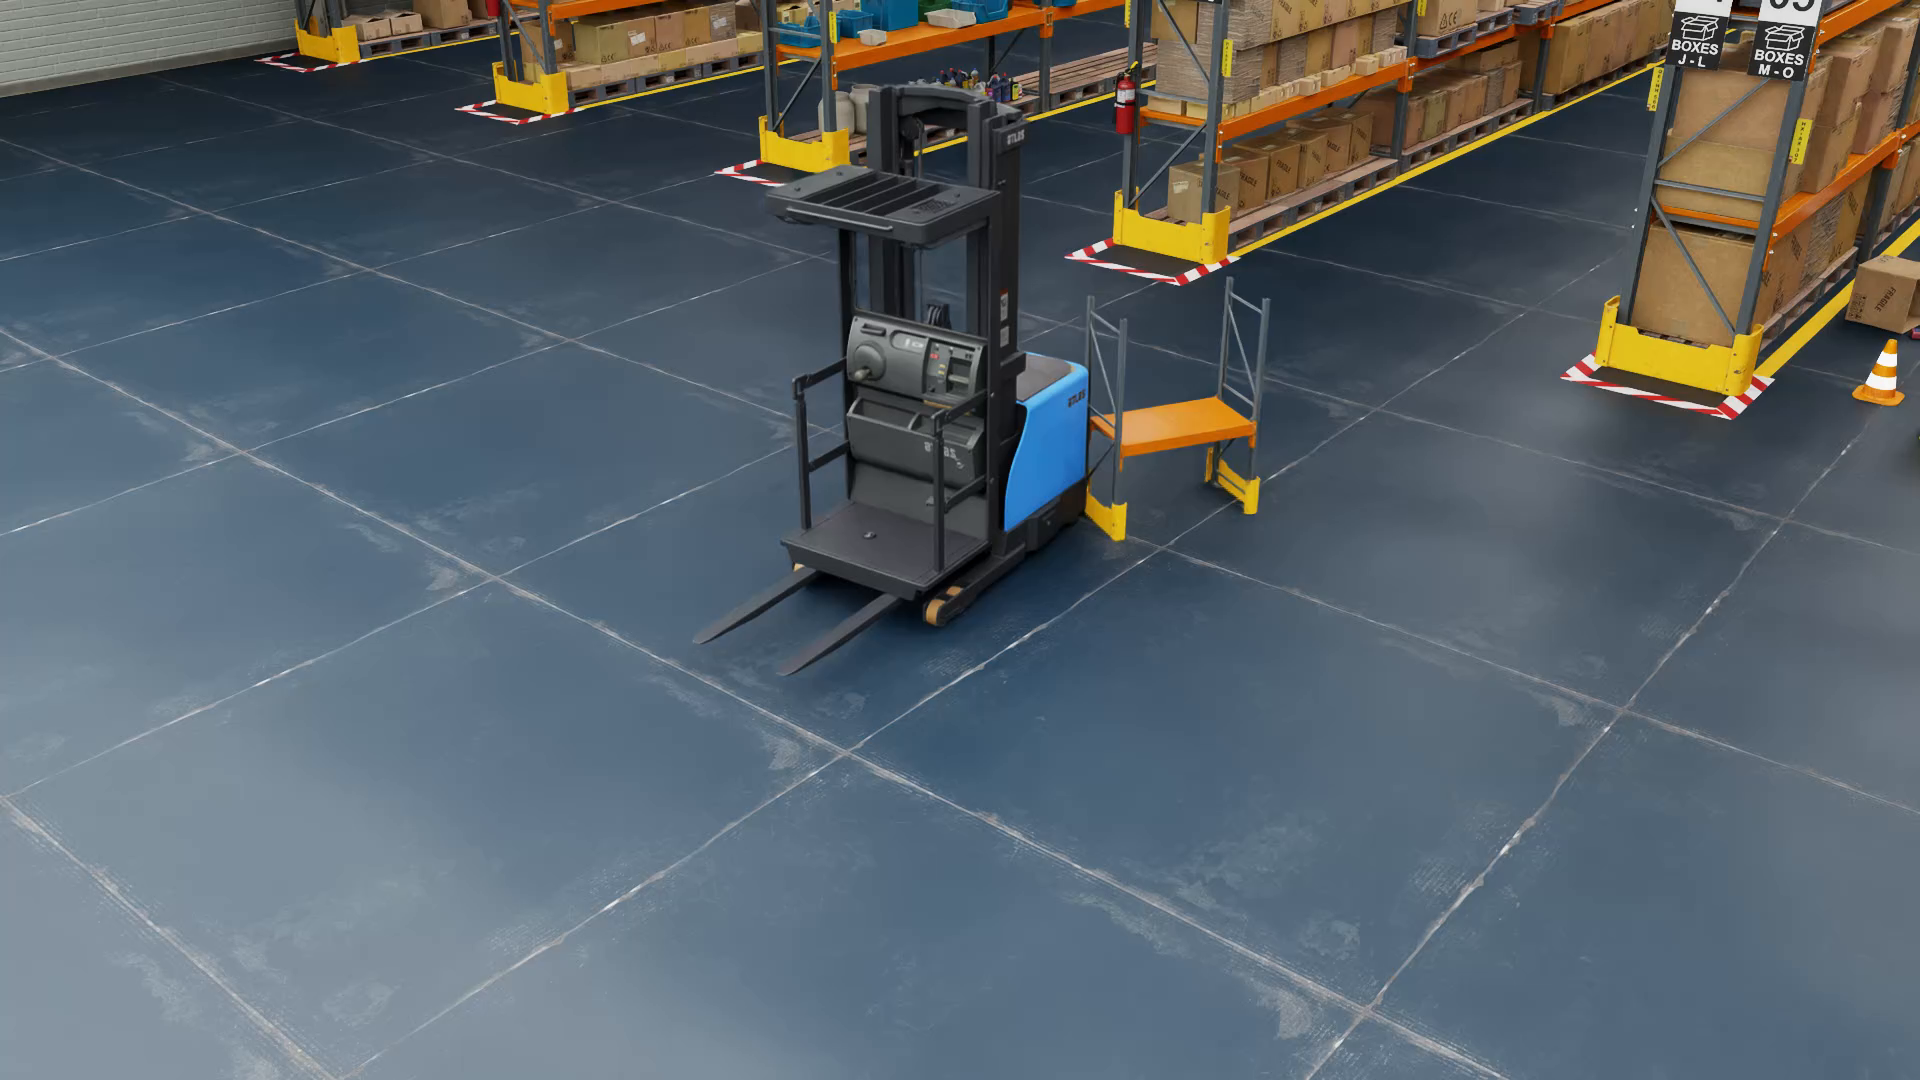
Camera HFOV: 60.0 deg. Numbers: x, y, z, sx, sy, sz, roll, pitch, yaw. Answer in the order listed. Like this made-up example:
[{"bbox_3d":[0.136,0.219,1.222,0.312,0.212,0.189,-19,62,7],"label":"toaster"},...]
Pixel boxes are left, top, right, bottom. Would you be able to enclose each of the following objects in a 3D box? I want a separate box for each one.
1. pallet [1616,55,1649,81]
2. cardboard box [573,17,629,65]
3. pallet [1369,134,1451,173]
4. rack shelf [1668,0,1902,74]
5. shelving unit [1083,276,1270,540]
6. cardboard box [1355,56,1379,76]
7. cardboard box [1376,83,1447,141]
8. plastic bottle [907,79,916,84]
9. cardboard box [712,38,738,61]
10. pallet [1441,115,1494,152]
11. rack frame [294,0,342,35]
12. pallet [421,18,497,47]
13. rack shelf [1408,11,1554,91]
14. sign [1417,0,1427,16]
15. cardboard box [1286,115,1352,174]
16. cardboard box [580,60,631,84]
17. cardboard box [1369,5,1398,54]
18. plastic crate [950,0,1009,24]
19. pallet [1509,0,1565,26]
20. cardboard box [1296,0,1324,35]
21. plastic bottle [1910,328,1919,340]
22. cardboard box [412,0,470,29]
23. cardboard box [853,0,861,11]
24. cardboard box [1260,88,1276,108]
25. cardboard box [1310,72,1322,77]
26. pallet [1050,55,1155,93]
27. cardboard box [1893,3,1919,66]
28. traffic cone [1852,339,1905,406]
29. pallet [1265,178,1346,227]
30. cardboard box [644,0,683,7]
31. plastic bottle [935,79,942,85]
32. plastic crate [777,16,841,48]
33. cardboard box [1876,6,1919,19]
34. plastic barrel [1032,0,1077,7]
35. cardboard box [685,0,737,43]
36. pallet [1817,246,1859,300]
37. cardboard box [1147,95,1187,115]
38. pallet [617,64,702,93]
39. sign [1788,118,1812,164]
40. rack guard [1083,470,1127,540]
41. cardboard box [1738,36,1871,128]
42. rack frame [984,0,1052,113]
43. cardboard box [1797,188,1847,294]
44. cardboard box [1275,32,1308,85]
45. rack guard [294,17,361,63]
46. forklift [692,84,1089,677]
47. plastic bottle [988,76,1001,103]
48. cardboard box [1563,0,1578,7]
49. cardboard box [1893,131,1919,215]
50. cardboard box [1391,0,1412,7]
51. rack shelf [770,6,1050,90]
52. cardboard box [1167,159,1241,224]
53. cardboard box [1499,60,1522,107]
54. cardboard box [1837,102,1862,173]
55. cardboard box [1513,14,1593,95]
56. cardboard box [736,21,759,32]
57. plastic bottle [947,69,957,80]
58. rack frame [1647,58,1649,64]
[{"bbox_3d":[9.216,-6.894,23.979,1.003,0.211,1.213,21,34,34],"label":"pallet"},{"bbox_3d":[-4.796,-6.671,22.233,0.500,0.500,0.500,21,34,34],"label":"cardboard box"},{"bbox_3d":[5.055,-4.630,19.602,1.003,0.211,1.213,21,34,34],"label":"pallet"},{"bbox_3d":[7.051,-4.410,13.660,1.077,0.370,4.000,21,34,34],"label":"rack shelf"},{"bbox_3d":[1.403,-0.880,10.950,1.083,1.500,0.587,-11,29,-19],"label":"shelving unit"},{"bbox_3d":[4.206,-5.040,17.633,0.380,0.149,0.250,21,34,34],"label":"cardboard box"},{"bbox_3d":[5.286,-5.052,19.625,0.700,0.500,0.500,21,34,34],"label":"cardboard box"},{"bbox_3d":[-0.604,-5.610,20.865,0.144,0.351,0.185,22,35,36],"label":"plastic bottle"},{"bbox_3d":[-3.533,-7.051,23.783,0.500,0.250,0.500,21,34,34],"label":"cardboard box"},{"bbox_3d":[5.830,-5.064,20.442,1.003,0.211,1.213,21,34,34],"label":"pallet"},{"bbox_3d":[-9.450,-8.517,24.080,1.000,3.000,0.127,21,34,34],"label":"rack frame"},{"bbox_3d":[-8.082,-8.013,26.142,1.003,0.211,1.213,21,34,34],"label":"pallet"},{"bbox_3d":[5.833,-5.981,19.963,1.077,0.370,4.000,21,34,34],"label":"rack shelf"},{"bbox_3d":[4.984,-5.820,17.926,0.100,0.325,0.005,21,34,34],"label":"sign"},{"bbox_3d":[3.917,-4.333,18.256,0.500,0.500,0.500,-16,31,-28],"label":"cardboard box"},{"bbox_3d":[-4.797,-6.339,22.406,0.500,0.250,0.500,21,34,34],"label":"cardboard box"},{"bbox_3d":[4.227,-5.627,18.062,0.875,0.500,0.500,21,34,34],"label":"cardboard box"},{"bbox_3d":[0.244,-6.502,20.347,0.499,0.251,0.616,21,34,34],"label":"plastic crate"},{"bbox_3d":[6.734,-6.641,20.663,1.213,0.211,1.003,21,34,34],"label":"pallet"},{"bbox_3d":[3.217,-5.263,16.269,0.500,0.500,0.500,21,34,34],"label":"cardboard box"},{"bbox_3d":[8.276,-1.747,14.192,0.283,0.061,0.133,9,29,17],"label":"plastic bottle"},{"bbox_3d":[-8.073,-8.268,25.842,0.700,0.500,0.500,18,33,31],"label":"cardboard box"},{"bbox_3d":[-1.649,-8.322,25.629,0.500,0.311,0.500,22,34,36],"label":"cardboard box"},{"bbox_3d":[2.869,-4.355,16.310,0.380,0.149,0.250,21,34,34],"label":"cardboard box"},{"bbox_3d":[3.467,-4.724,17.023,0.380,0.149,0.250,21,34,34],"label":"cardboard box"},{"bbox_3d":[1.984,-6.525,23.265,1.003,0.211,1.213,21,34,34],"label":"pallet"},{"bbox_3d":[8.635,-4.773,15.646,0.700,0.500,0.500,20,33,34],"label":"cardboard box"},{"bbox_3d":[7.213,-1.335,12.958,0.336,0.463,0.334,21,34,34],"label":"traffic cone"},{"bbox_3d":[3.385,-3.670,17.747,1.003,0.211,1.213,21,34,34],"label":"pallet"},{"bbox_3d":[-4.254,-7.359,23.562,0.500,0.500,0.500,21,34,34],"label":"cardboard box"},{"bbox_3d":[-0.280,-5.728,21.180,0.097,0.271,0.097,0,27,0],"label":"plastic bottle"},{"bbox_3d":[-1.718,-5.820,19.030,0.499,0.251,0.616,21,34,34],"label":"plastic crate"},{"bbox_3d":[8.062,-4.532,15.039,0.875,0.550,0.550,21,34,34],"label":"cardboard box"},{"bbox_3d":[1.218,-7.310,21.203,0.600,0.901,0.708,21,34,34],"label":"plastic barrel"},{"bbox_3d":[-3.534,-7.385,23.611,0.500,0.500,0.500,21,34,34],"label":"cardboard box"},{"bbox_3d":[7.780,-2.621,15.719,1.003,0.211,1.213,21,34,34],"label":"pallet"},{"bbox_3d":[2.038,-4.223,16.055,0.380,0.149,0.250,21,34,34],"label":"cardboard box"},{"bbox_3d":[-4.395,-6.546,23.305,1.003,0.211,1.213,21,34,34],"label":"pallet"},{"bbox_3d":[6.204,-2.944,12.279,0.100,0.325,0.005,21,34,34],"label":"sign"},{"bbox_3d":[0.942,-0.239,11.072,0.087,0.250,0.587,-11,29,-19],"label":"rack guard"},{"bbox_3d":[6.785,-3.735,13.500,0.875,0.550,0.550,21,34,34],"label":"cardboard box"},{"bbox_3d":[0.739,-7.039,21.225,1.000,3.000,0.127,21,34,34],"label":"rack frame"},{"bbox_3d":[7.299,-2.826,14.935,0.875,0.875,0.875,21,34,35],"label":"cardboard box"},{"bbox_3d":[2.964,-4.914,16.684,0.875,0.500,0.500,21,34,34],"label":"cardboard box"},{"bbox_3d":[-9.402,-7.433,24.707,1.175,0.500,0.348,21,34,34],"label":"rack guard"},{"bbox_3d":[-0.389,-1.033,9.688,1.130,2.935,3.031,17,32,29],"label":"forklift"},{"bbox_3d":[0.429,-5.678,20.997,0.144,0.351,0.185,19,33,32],"label":"plastic bottle"},{"bbox_3d":[7.624,-7.147,21.324,0.500,0.500,0.500,22,35,36],"label":"cardboard box"},{"bbox_3d":[9.266,-3.881,17.111,1.050,0.750,0.750,21,34,34],"label":"cardboard box"},{"bbox_3d":[4.487,-5.972,17.642,0.500,0.500,0.500,21,34,34],"label":"cardboard box"},{"bbox_3d":[-0.533,-6.011,20.019,1.077,0.370,4.000,21,34,34],"label":"rack shelf"},{"bbox_3d":[2.426,-3.466,16.581,0.500,0.500,0.500,-21,34,-35],"label":"cardboard box"},{"bbox_3d":[6.694,-5.852,21.171,0.700,0.500,0.500,19,33,32],"label":"cardboard box"},{"bbox_3d":[7.072,-3.463,14.148,0.875,0.550,0.500,21,34,34],"label":"cardboard box"},{"bbox_3d":[7.560,-6.491,22.021,1.225,0.875,0.875,19,33,32],"label":"cardboard box"},{"bbox_3d":[-3.041,-7.685,25.009,0.500,0.250,0.500,20,34,34],"label":"cardboard box"},{"bbox_3d":[-0.095,-5.893,21.413,0.144,0.351,0.185,22,34,36],"label":"plastic bottle"},{"bbox_3d":[9.649,-8.428,23.909,1.000,3.000,0.127,21,34,34],"label":"rack frame"}]
